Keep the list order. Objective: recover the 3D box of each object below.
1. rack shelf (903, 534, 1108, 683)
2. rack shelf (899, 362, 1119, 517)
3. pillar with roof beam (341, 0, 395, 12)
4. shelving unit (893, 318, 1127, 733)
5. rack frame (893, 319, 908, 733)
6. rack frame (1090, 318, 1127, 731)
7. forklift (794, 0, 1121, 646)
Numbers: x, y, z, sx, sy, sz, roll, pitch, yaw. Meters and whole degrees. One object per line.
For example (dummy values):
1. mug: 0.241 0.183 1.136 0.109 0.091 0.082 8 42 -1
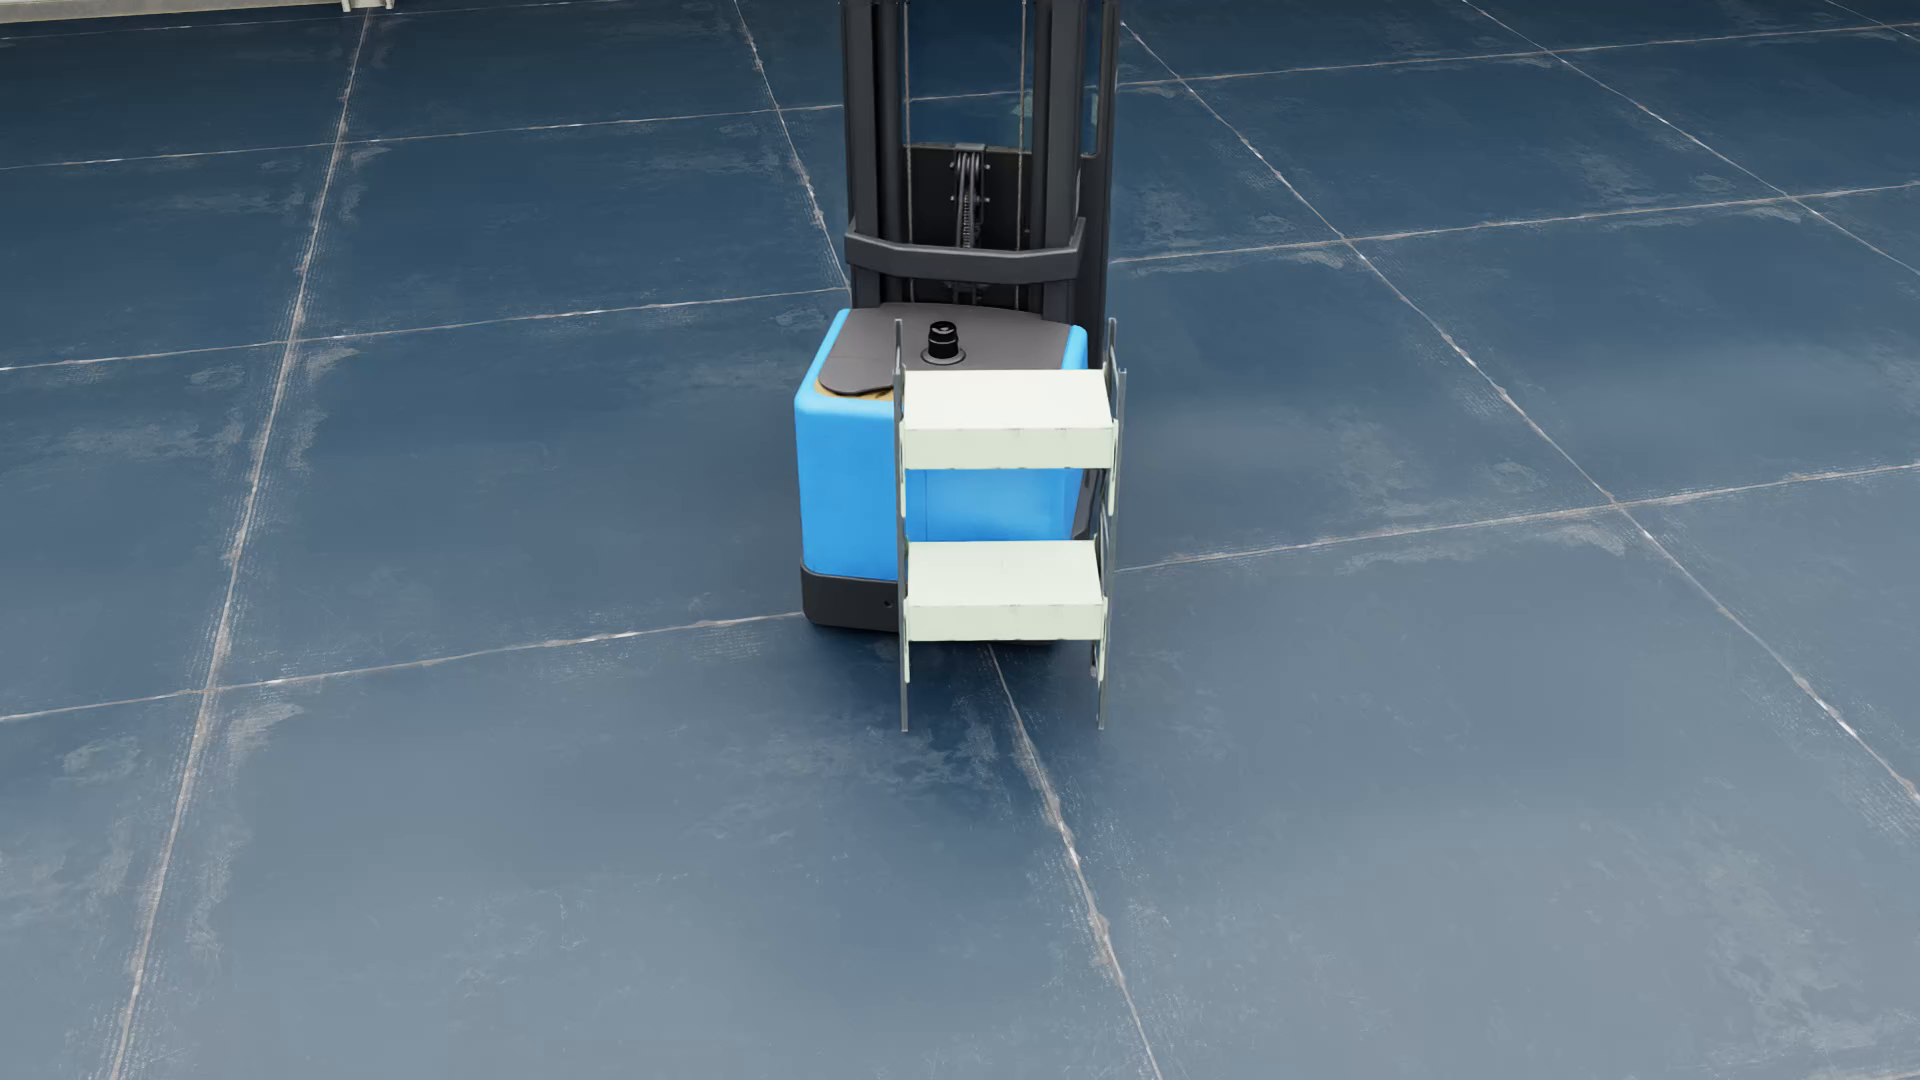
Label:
1. rack shelf: 0.157 0.249 6.117 0.720 0.370 0.431 0 34 -1
2. rack shelf: 0.157 -0.348 5.720 0.720 0.370 0.431 0 34 -1
3. pillar with roof beam: -4.000 -5.881 7.938 0.400 9.000 9.100 -7 35 -11
4. shelving unit: 0.157 -0.023 5.936 0.755 1.500 0.431 0 34 -1
5. rack frame: -0.209 -0.020 5.932 0.023 1.500 0.400 0 34 -1
6. rack frame: 0.523 -0.026 5.941 0.023 1.500 0.400 0 34 -1
7. forklift: 0.117 -1.613 7.023 1.130 2.935 3.031 5 34 8
